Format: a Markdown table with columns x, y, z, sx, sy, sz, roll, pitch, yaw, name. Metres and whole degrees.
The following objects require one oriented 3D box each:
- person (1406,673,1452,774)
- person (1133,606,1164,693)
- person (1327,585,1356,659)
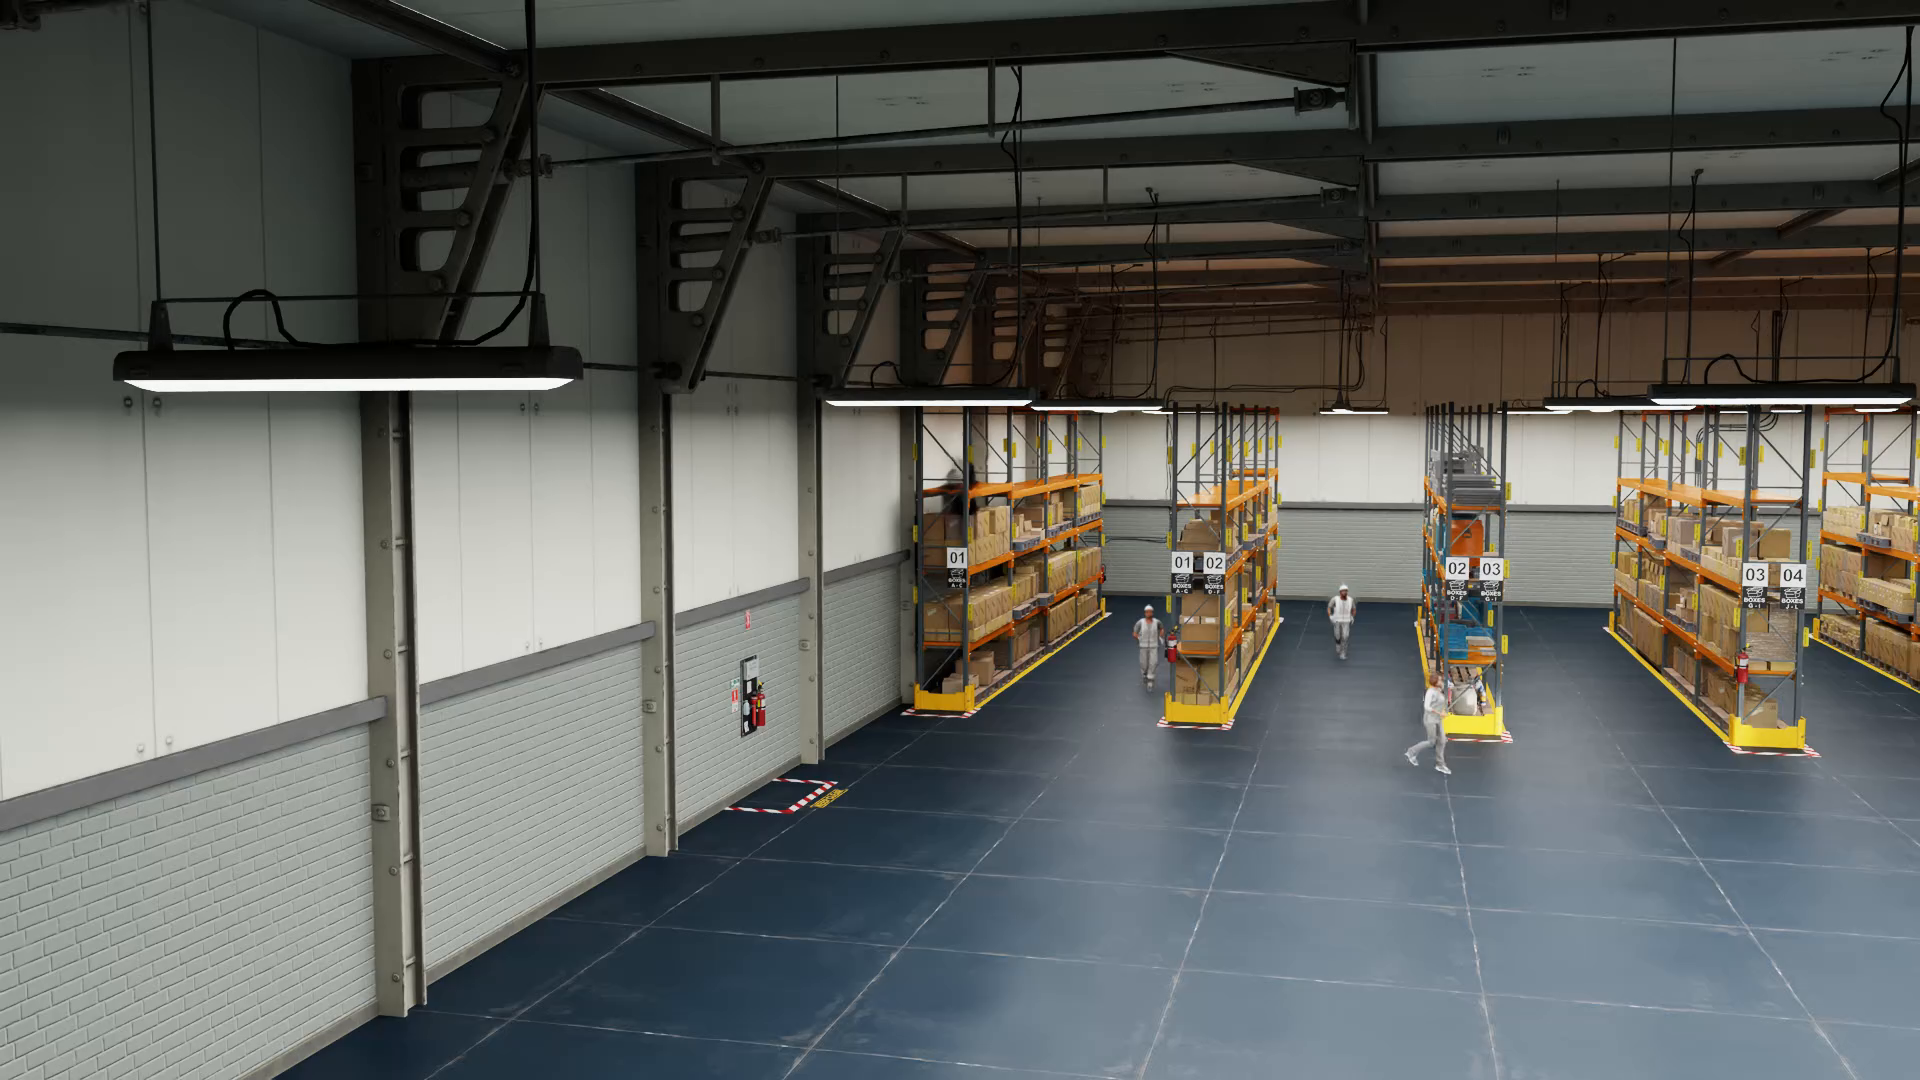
| x | y | z | sx | sy | sz | roll | pitch | yaw | name |
| --- | --- | --- | --- | --- | --- | --- | --- | --- | --- |
| 7.618 | 2.947 | 26.905 | 0.744 | 1.606 | 0.567 | 3 | 5 | 38 | person |
| 3.934 | 2.251 | 34.663 | 0.654 | 1.776 | 0.985 | 0 | 4 | 5 | person |
| 9.065 | 1.945 | 39.450 | 0.680 | 1.745 | 0.551 | 0 | 4 | 4 | person |
